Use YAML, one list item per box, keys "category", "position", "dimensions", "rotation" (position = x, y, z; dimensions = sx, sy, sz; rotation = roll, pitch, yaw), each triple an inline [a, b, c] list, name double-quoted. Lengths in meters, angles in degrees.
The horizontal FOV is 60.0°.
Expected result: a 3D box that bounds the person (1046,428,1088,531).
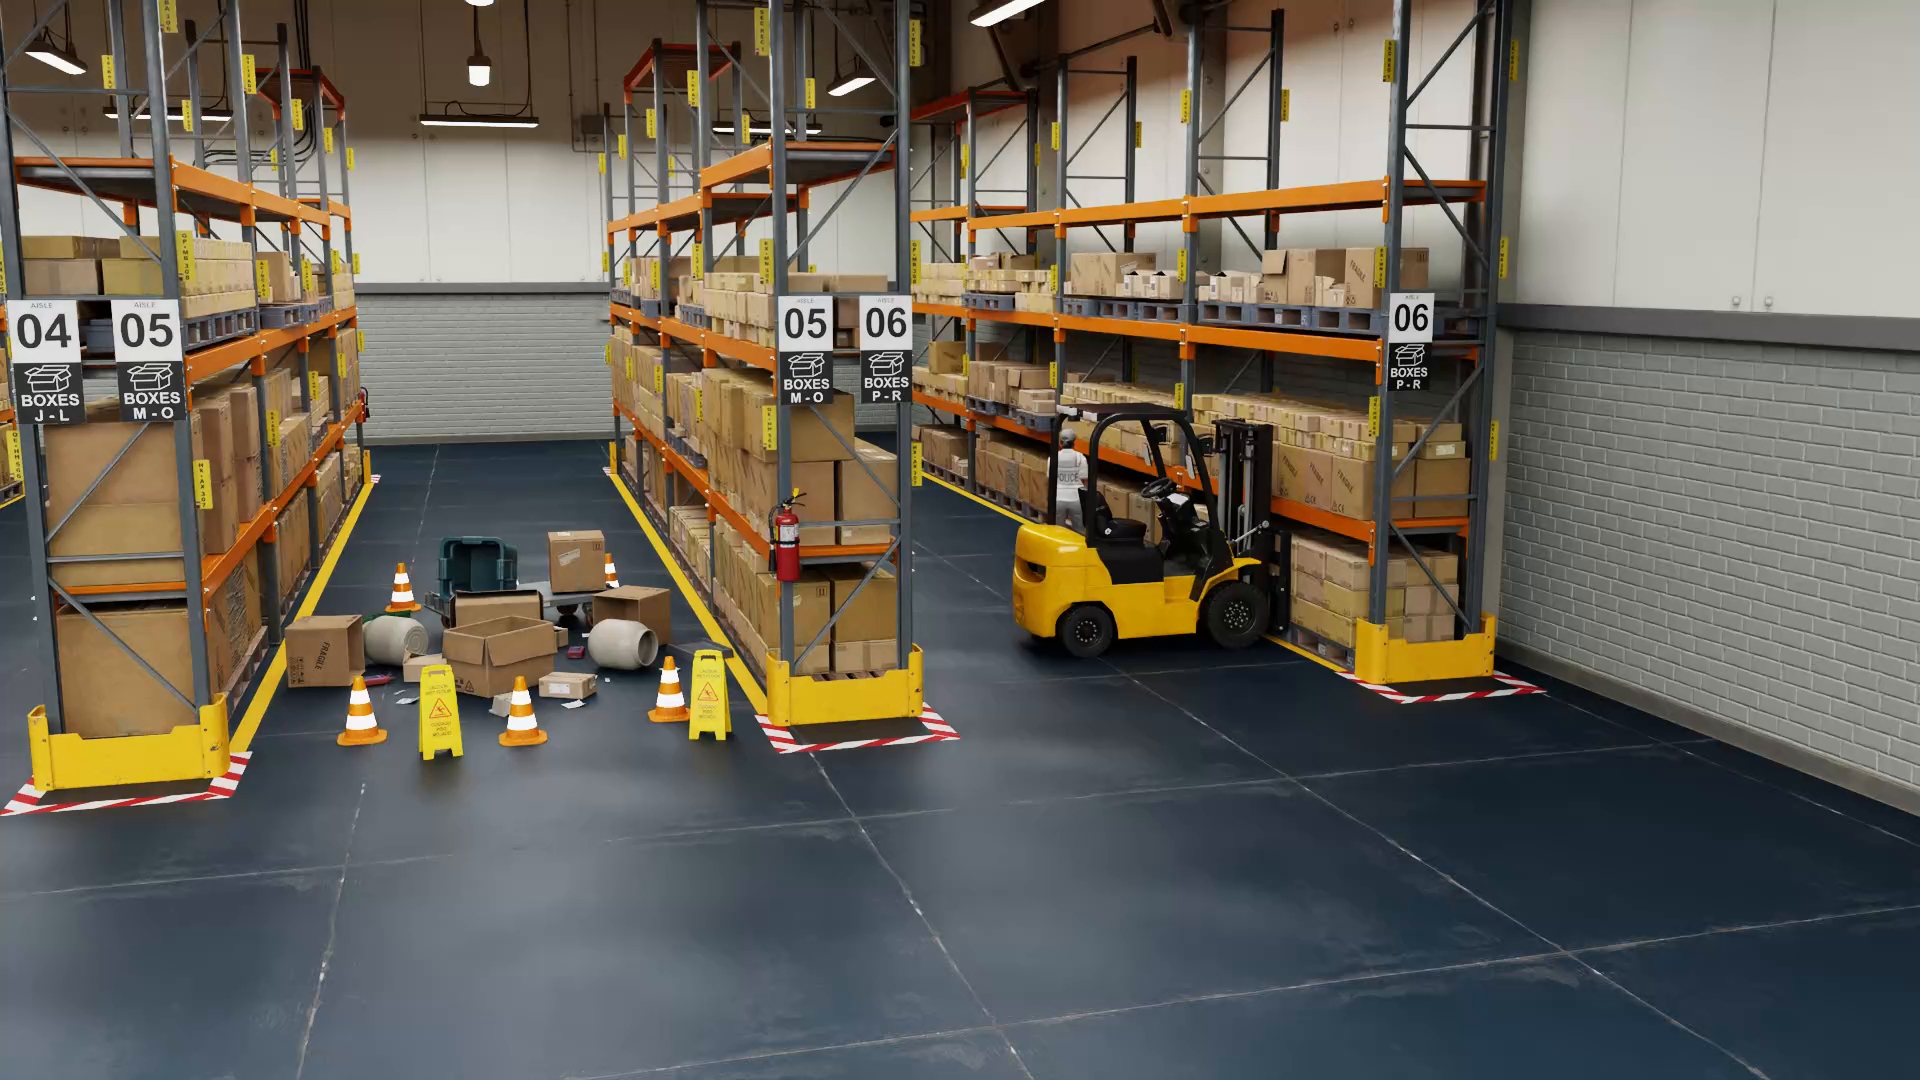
- category: "person"
  position: [1.194, -0.367, 18.258]
  dimensions: [0.500, 1.729, 0.410]
  rotation: [1, 9, 8]
